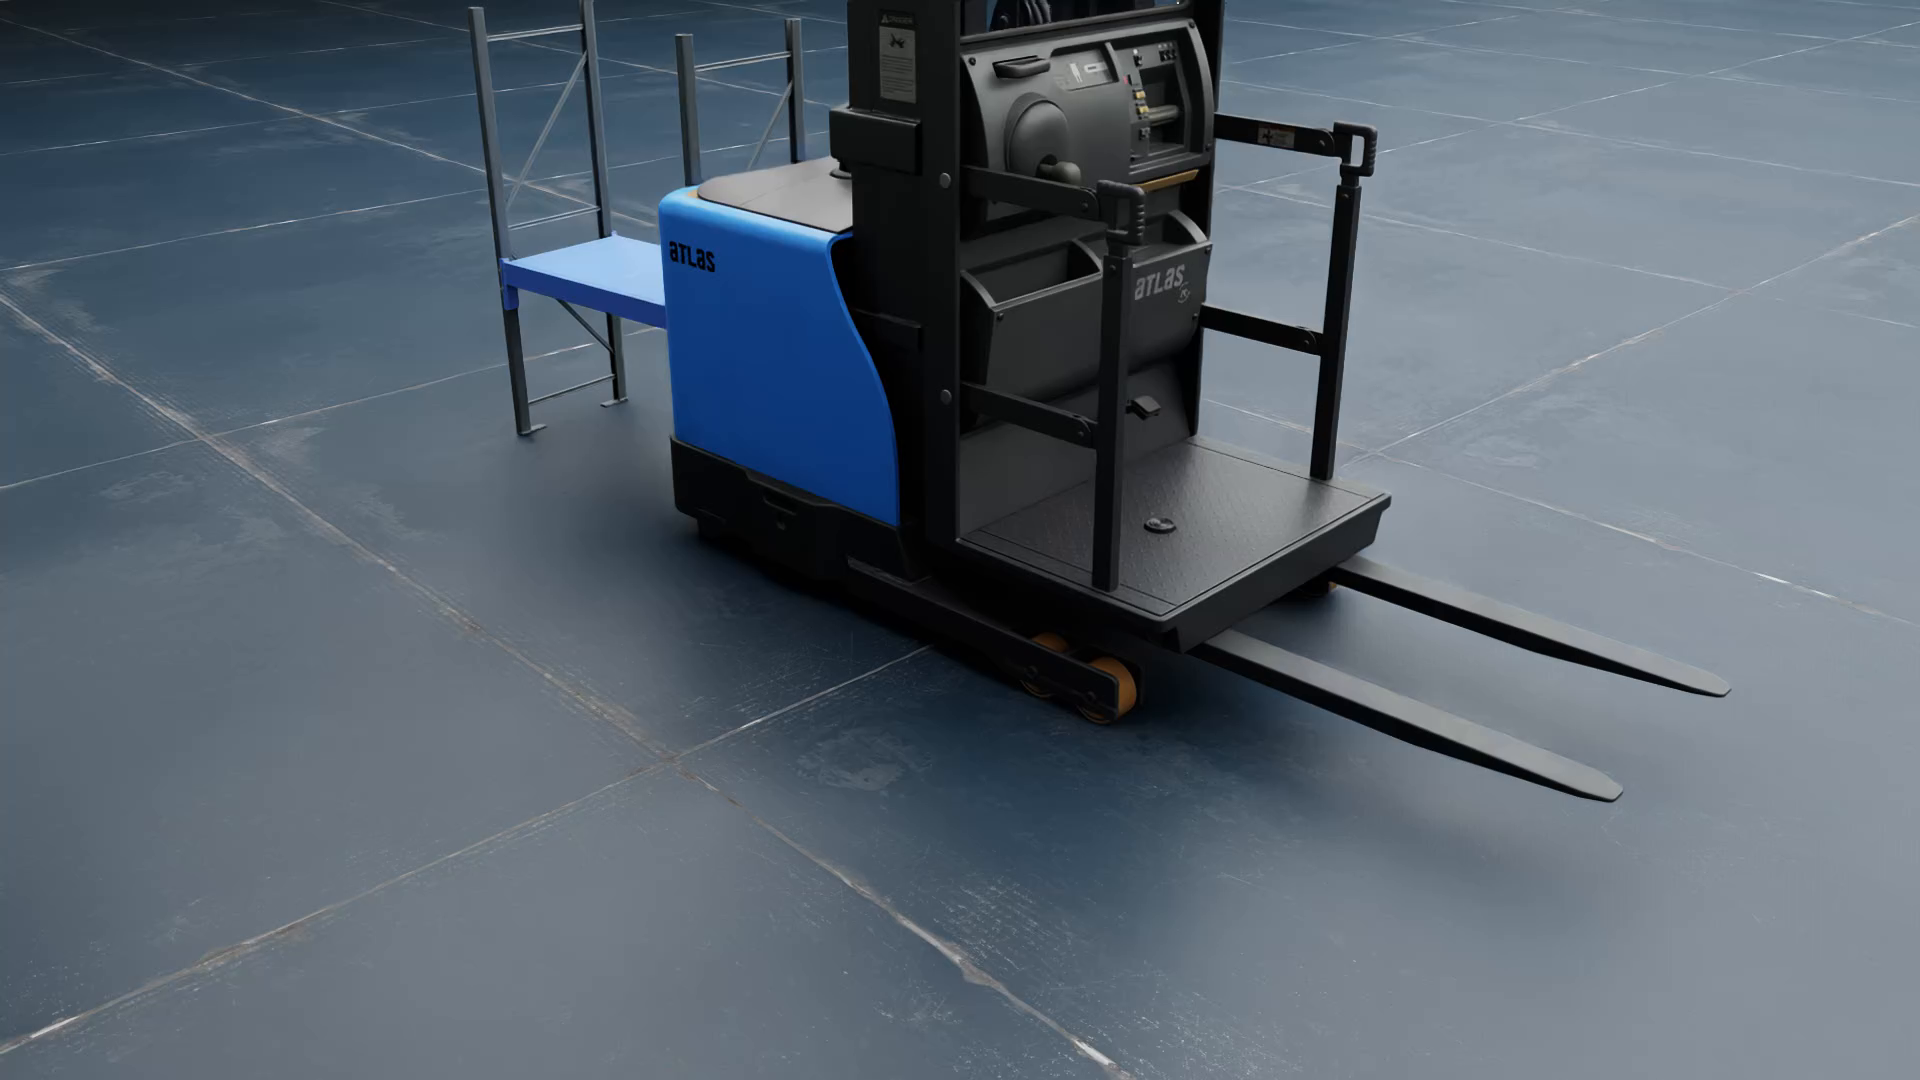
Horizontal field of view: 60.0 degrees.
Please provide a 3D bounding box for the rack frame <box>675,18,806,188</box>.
[{"bbox_3d":[-0.670,-0.882,5.375,0.032,1.500,0.500,19,31,35],"label":"rack frame"}]

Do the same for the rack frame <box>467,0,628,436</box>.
[{"bbox_3d":[-1.457,-1.149,5.961,0.032,1.500,0.500,19,31,35],"label":"rack frame"}]

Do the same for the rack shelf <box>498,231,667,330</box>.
[{"bbox_3d":[-1.064,-0.852,5.743,1.000,0.185,0.538,19,31,35],"label":"rack shelf"}]

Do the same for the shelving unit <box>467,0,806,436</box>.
[{"bbox_3d":[-1.064,-1.015,5.668,1.048,1.500,0.538,19,31,35],"label":"shelving unit"}]

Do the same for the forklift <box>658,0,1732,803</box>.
[{"bbox_3d":[0.505,-1.112,4.155,3.031,2.935,1.130,21,32,39],"label":"forklift"}]
